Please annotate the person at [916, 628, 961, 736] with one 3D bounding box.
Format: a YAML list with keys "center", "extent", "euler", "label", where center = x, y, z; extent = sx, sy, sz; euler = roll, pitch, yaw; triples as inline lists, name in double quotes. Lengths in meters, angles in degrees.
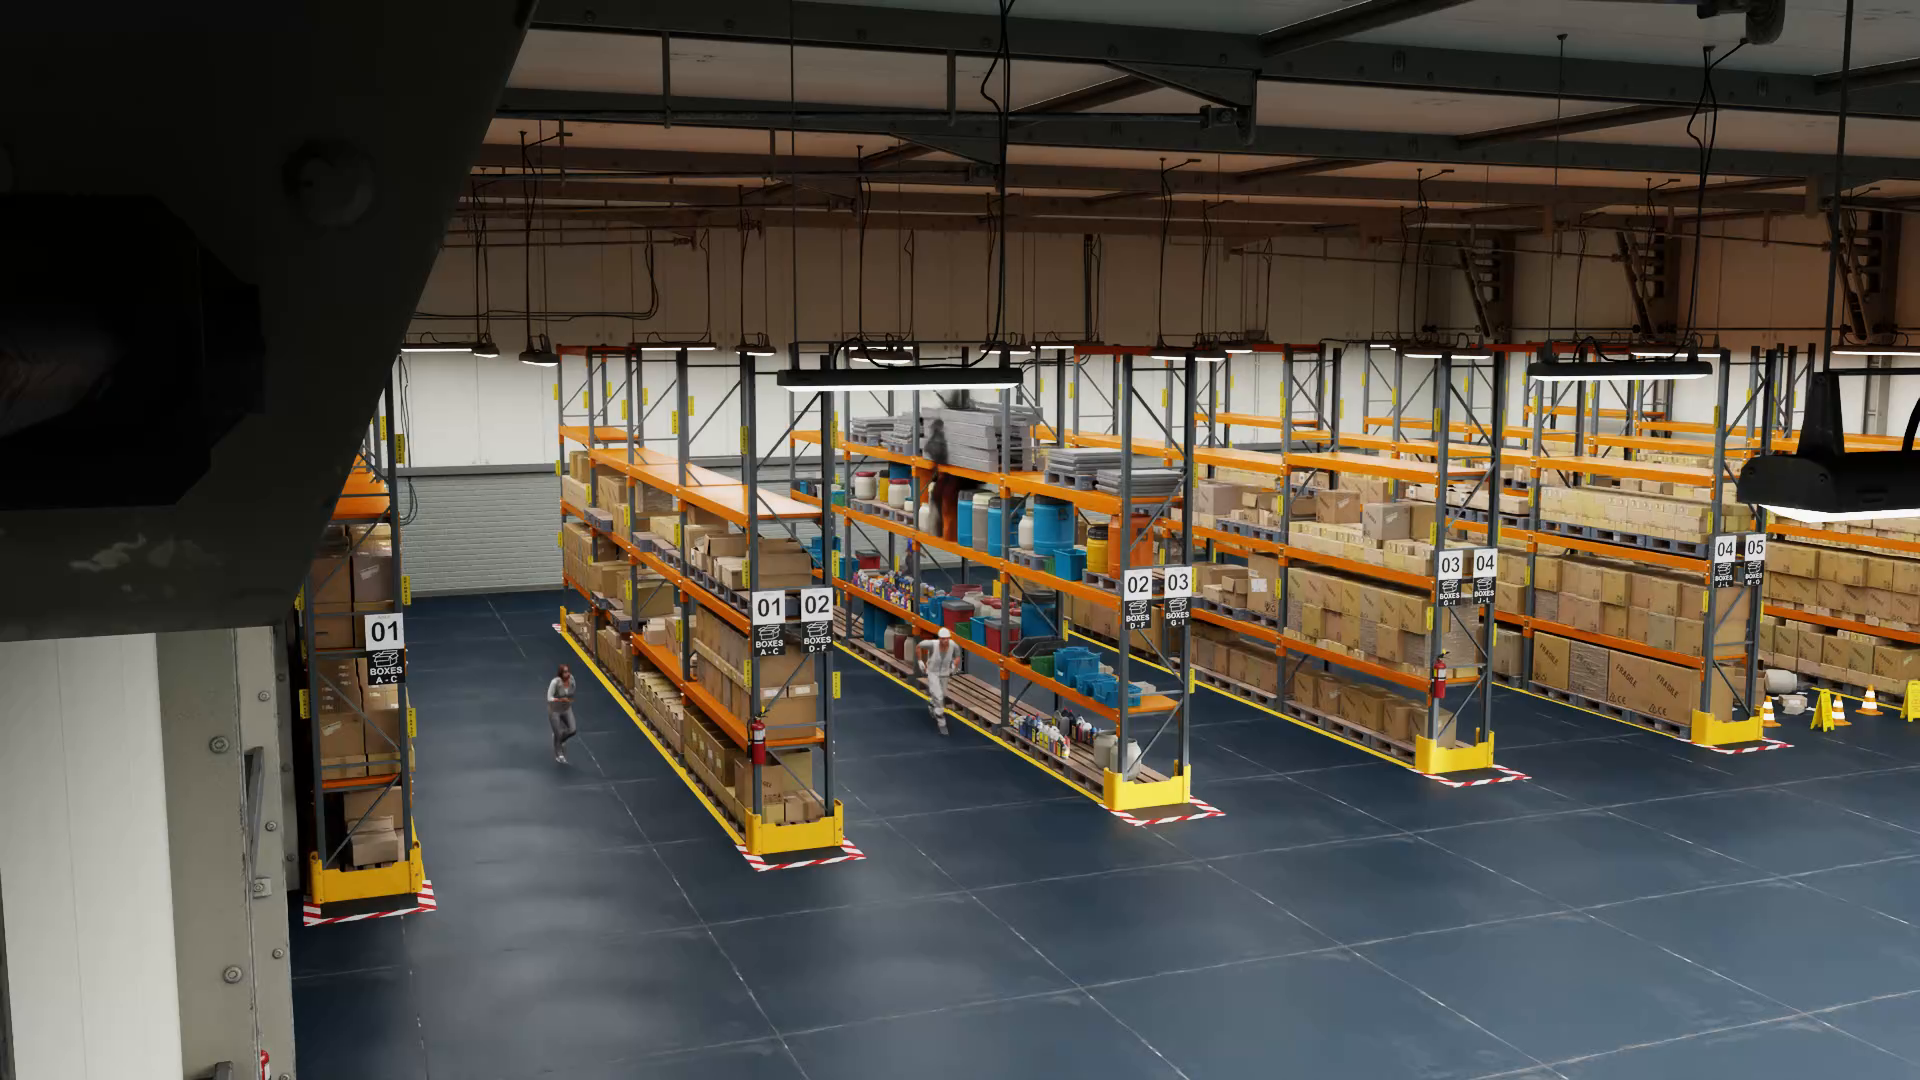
- center: [-0.364, 2.179, 26.318]
  extent: [0.705, 1.732, 1.061]
  euler: [-2, 8, -15]
  label: "person"

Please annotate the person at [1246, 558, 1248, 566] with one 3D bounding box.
- center: [7.387, 0.264, 41.022]
  extent: [0.719, 1.804, 0.699]
  euler: [6, 9, 39]
  label: "person"

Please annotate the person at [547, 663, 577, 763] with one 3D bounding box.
- center: [-5.754, 2.520, 24.150]
  extent: [0.527, 1.525, 0.698]
  euler: [-5, 9, -36]
  label: "person"

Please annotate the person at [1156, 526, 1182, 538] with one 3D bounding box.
- center: [5.086, 0.243, 41.018]
  extent: [0.668, 1.779, 0.906]
  euler: [7, 10, 44]
  label: "person"

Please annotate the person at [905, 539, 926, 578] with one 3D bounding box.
- center: [-1.147, 0.527, 39.907]
  extent: [0.602, 1.533, 0.537]
  euler: [2, 7, 13]
  label: "person"
